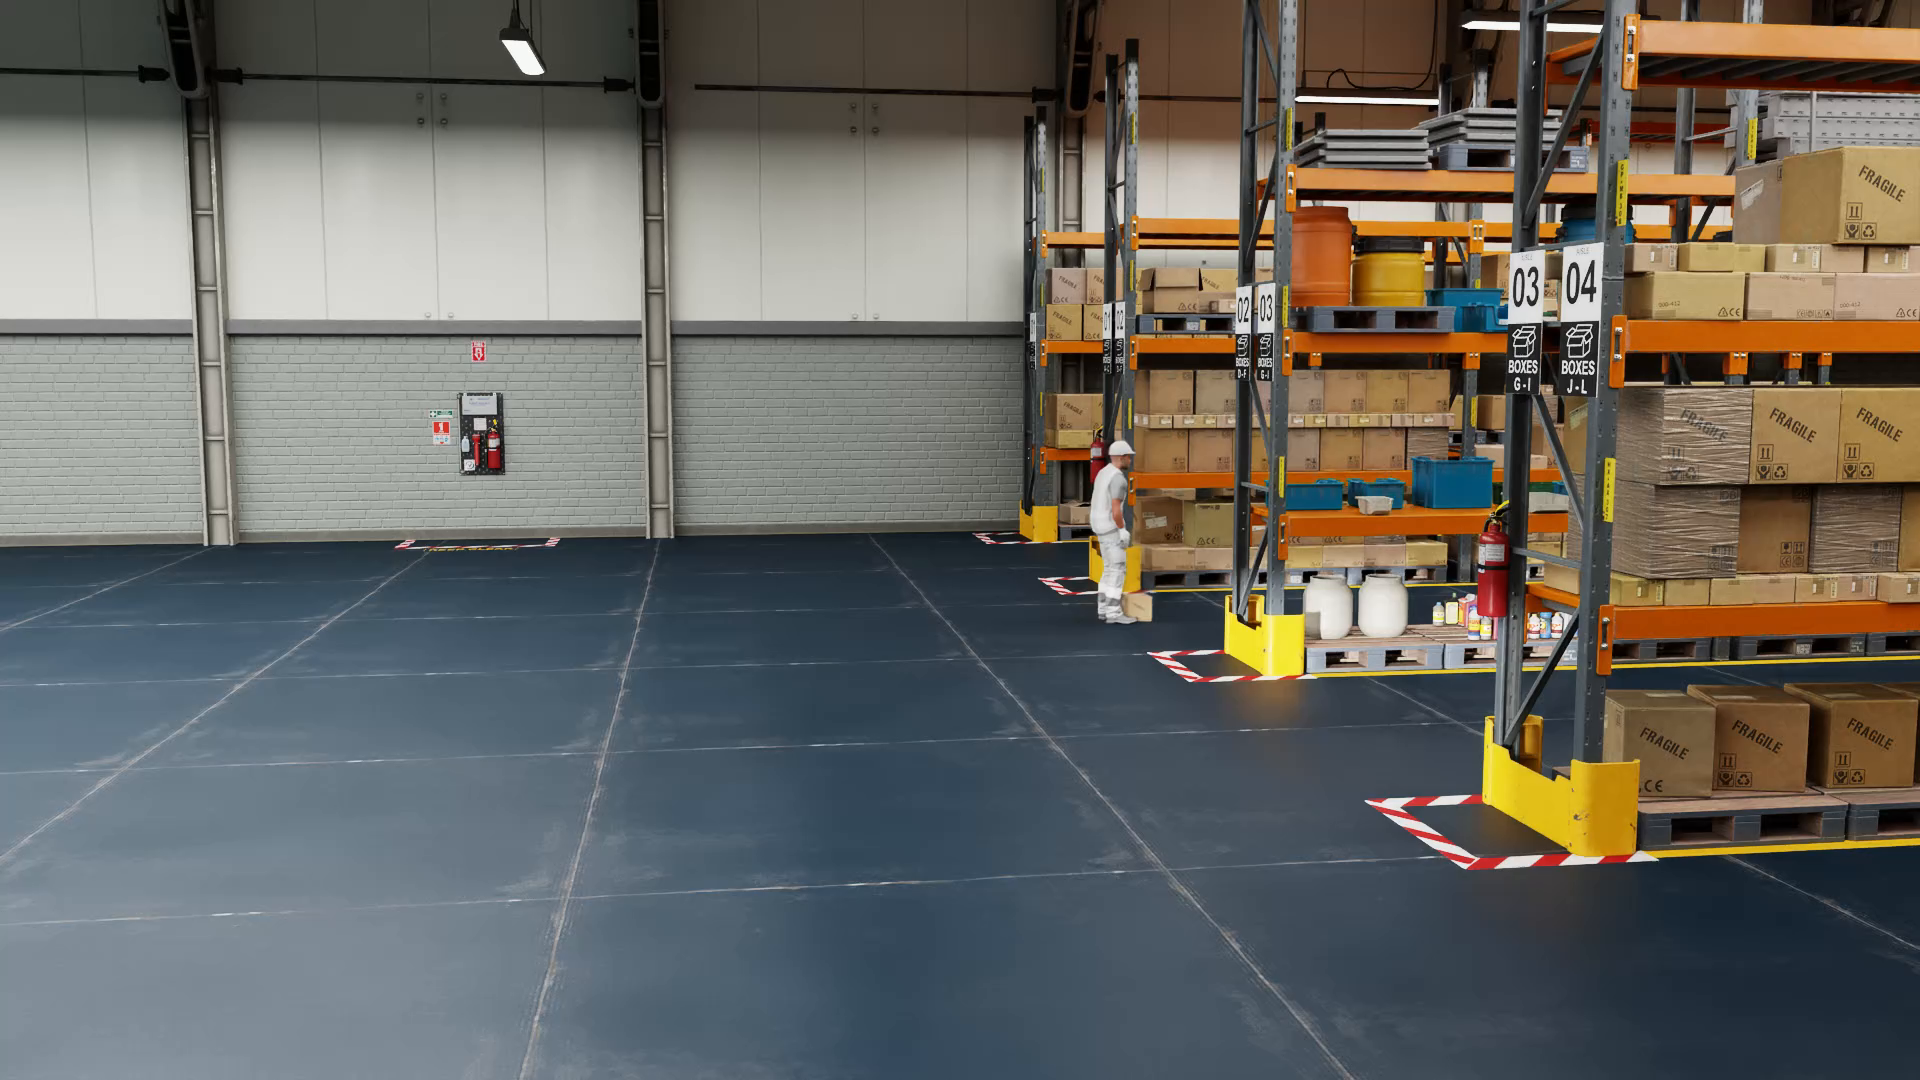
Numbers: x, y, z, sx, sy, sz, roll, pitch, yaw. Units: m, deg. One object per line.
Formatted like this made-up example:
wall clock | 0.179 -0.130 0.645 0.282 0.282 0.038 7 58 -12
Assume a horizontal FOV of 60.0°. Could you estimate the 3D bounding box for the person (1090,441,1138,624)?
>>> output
person | 1.523 -0.083 16.388 0.450 1.778 0.597 -1 7 -11
